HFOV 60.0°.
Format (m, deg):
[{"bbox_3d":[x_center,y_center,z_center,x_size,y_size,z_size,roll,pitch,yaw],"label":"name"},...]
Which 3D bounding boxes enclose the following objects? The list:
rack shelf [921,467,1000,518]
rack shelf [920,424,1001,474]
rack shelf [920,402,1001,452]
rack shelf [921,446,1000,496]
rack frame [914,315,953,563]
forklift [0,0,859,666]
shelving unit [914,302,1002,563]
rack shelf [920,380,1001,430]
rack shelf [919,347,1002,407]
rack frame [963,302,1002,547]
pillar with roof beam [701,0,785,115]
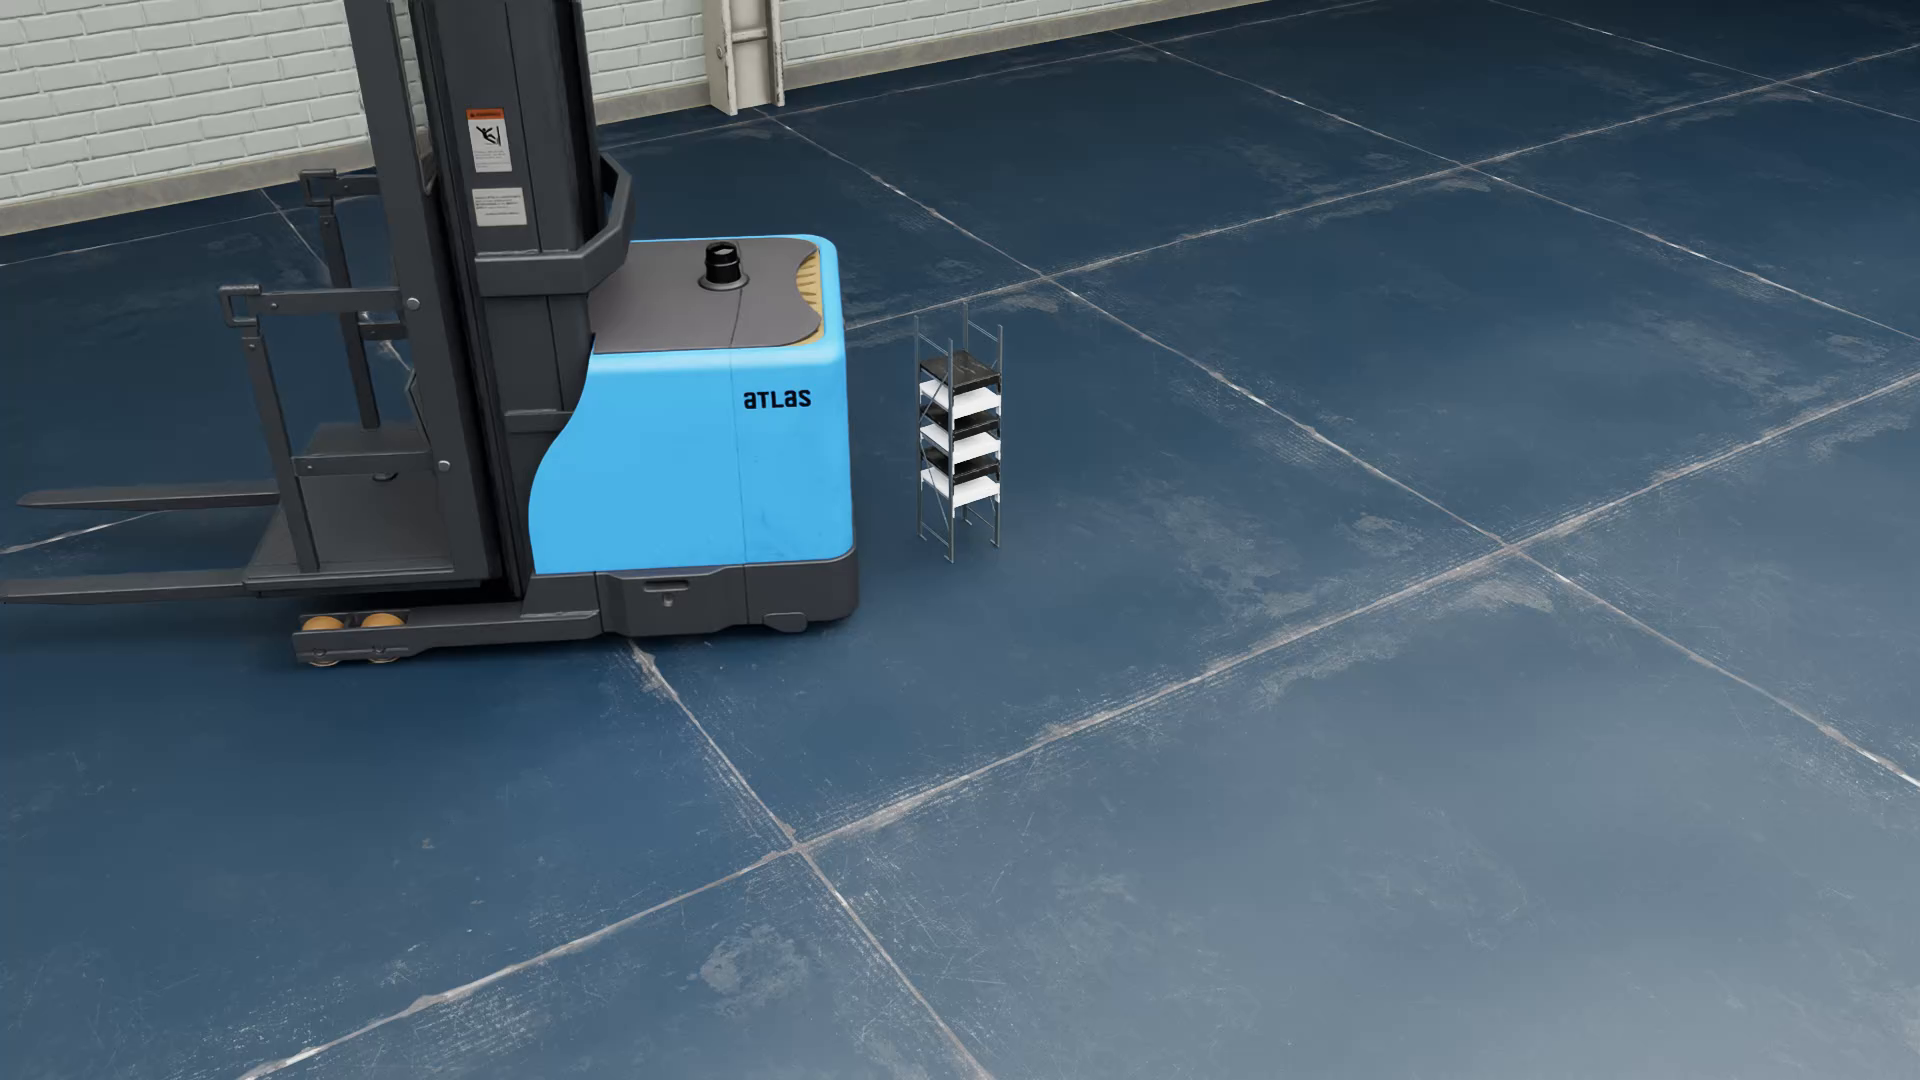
[{"bbox_3d":[-0.007,-0.198,6.120,0.200,0.077,0.258,-19,37,-27],"label":"rack shelf"},{"bbox_3d":[-0.007,-0.350,6.024,0.200,0.077,0.258,-19,37,-27],"label":"rack shelf"},{"bbox_3d":[-0.007,-0.426,5.976,0.200,0.077,0.258,-19,37,-27],"label":"rack shelf"},{"bbox_3d":[-0.007,-0.274,6.072,0.200,0.077,0.258,-19,37,-27],"label":"rack shelf"},{"bbox_3d":[-0.092,-0.349,5.960,0.006,0.900,0.240,-19,37,-27],"label":"rack frame"},{"bbox_3d":[-1.899,-1.112,5.266,3.031,2.935,1.130,-3,32,-5],"label":"forklift"},{"bbox_3d":[-0.007,-0.378,6.006,0.210,0.900,0.258,-19,37,-27],"label":"shelving unit"},{"bbox_3d":[-0.007,-0.502,5.928,0.200,0.077,0.258,-19,37,-27],"label":"rack shelf"},{"bbox_3d":[-0.007,-0.578,5.880,0.200,0.077,0.258,-19,37,-27],"label":"rack shelf"},{"bbox_3d":[0.079,-0.408,6.053,0.006,0.900,0.240,-19,37,-27],"label":"rack frame"},{"bbox_3d":[0.963,-4.681,5.236,0.400,9.000,9.100,-19,37,-27],"label":"pillar with roof beam"}]
